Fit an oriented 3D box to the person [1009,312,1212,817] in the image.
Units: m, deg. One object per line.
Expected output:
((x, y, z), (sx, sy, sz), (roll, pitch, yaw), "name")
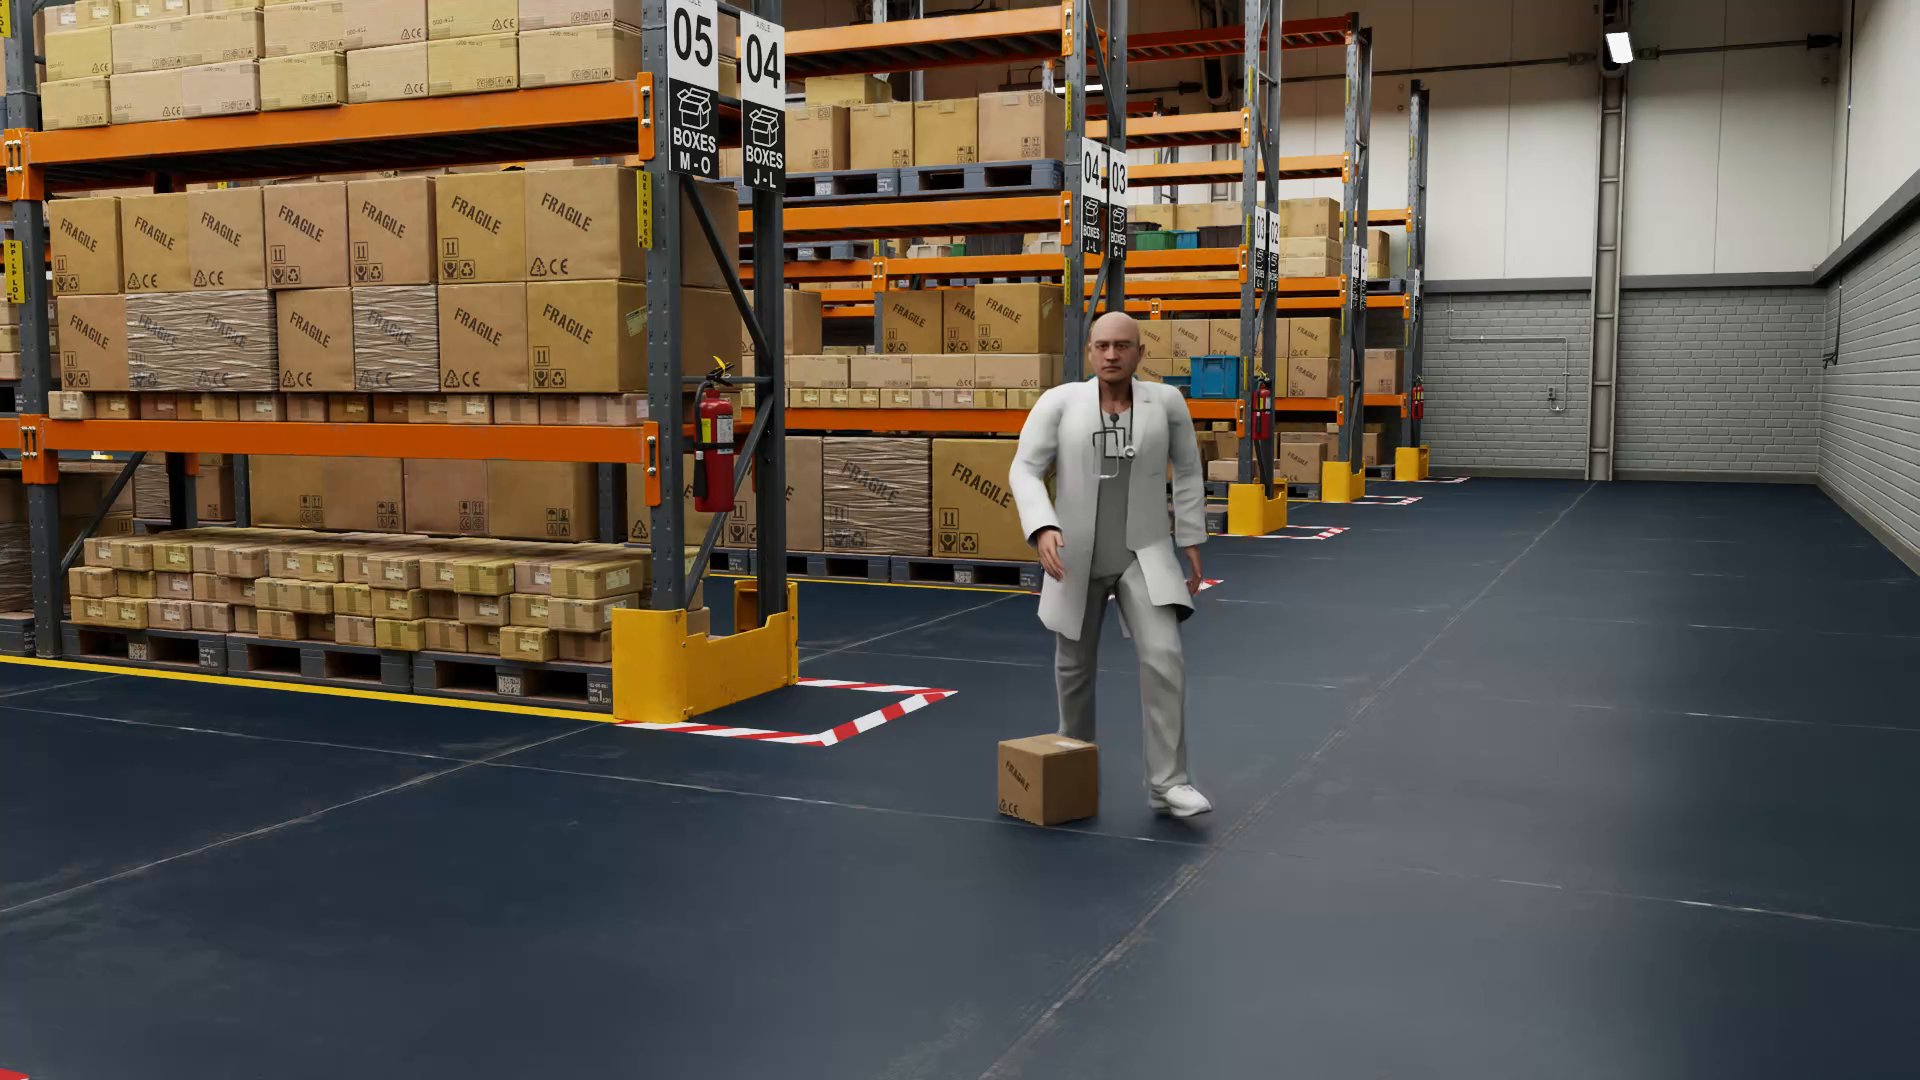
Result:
((0.536, 0.062, 5.898), (0.706, 1.715, 0.912), (1, 5, 7), "person")
